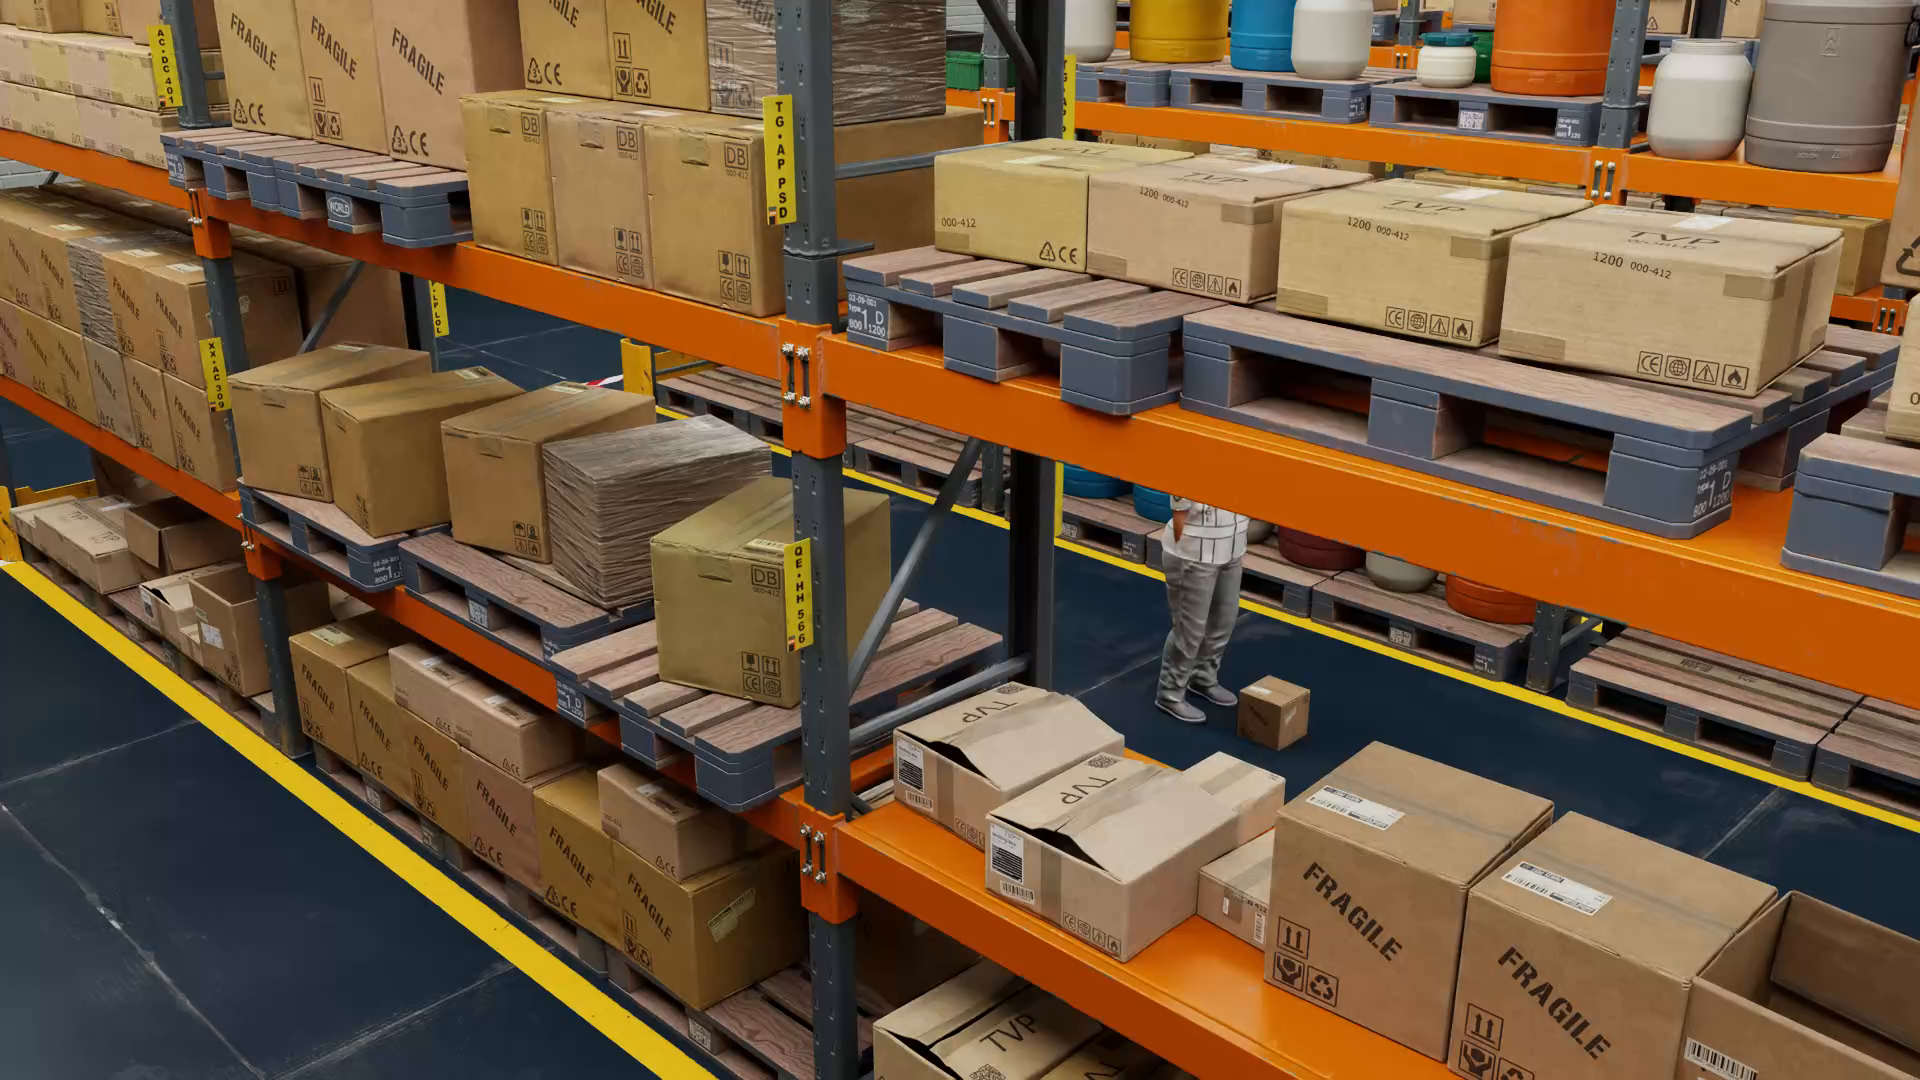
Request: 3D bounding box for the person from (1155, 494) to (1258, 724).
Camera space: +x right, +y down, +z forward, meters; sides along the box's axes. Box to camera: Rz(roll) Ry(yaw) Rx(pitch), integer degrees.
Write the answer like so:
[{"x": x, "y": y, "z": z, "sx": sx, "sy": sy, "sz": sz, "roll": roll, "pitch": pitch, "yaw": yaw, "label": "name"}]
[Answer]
[{"x": 1.246, "y": 0.083, "z": 8.369, "sx": 0.469, "sy": 1.659, "sz": 0.390, "roll": -19, "pitch": 28, "yaw": -41, "label": "person"}]
